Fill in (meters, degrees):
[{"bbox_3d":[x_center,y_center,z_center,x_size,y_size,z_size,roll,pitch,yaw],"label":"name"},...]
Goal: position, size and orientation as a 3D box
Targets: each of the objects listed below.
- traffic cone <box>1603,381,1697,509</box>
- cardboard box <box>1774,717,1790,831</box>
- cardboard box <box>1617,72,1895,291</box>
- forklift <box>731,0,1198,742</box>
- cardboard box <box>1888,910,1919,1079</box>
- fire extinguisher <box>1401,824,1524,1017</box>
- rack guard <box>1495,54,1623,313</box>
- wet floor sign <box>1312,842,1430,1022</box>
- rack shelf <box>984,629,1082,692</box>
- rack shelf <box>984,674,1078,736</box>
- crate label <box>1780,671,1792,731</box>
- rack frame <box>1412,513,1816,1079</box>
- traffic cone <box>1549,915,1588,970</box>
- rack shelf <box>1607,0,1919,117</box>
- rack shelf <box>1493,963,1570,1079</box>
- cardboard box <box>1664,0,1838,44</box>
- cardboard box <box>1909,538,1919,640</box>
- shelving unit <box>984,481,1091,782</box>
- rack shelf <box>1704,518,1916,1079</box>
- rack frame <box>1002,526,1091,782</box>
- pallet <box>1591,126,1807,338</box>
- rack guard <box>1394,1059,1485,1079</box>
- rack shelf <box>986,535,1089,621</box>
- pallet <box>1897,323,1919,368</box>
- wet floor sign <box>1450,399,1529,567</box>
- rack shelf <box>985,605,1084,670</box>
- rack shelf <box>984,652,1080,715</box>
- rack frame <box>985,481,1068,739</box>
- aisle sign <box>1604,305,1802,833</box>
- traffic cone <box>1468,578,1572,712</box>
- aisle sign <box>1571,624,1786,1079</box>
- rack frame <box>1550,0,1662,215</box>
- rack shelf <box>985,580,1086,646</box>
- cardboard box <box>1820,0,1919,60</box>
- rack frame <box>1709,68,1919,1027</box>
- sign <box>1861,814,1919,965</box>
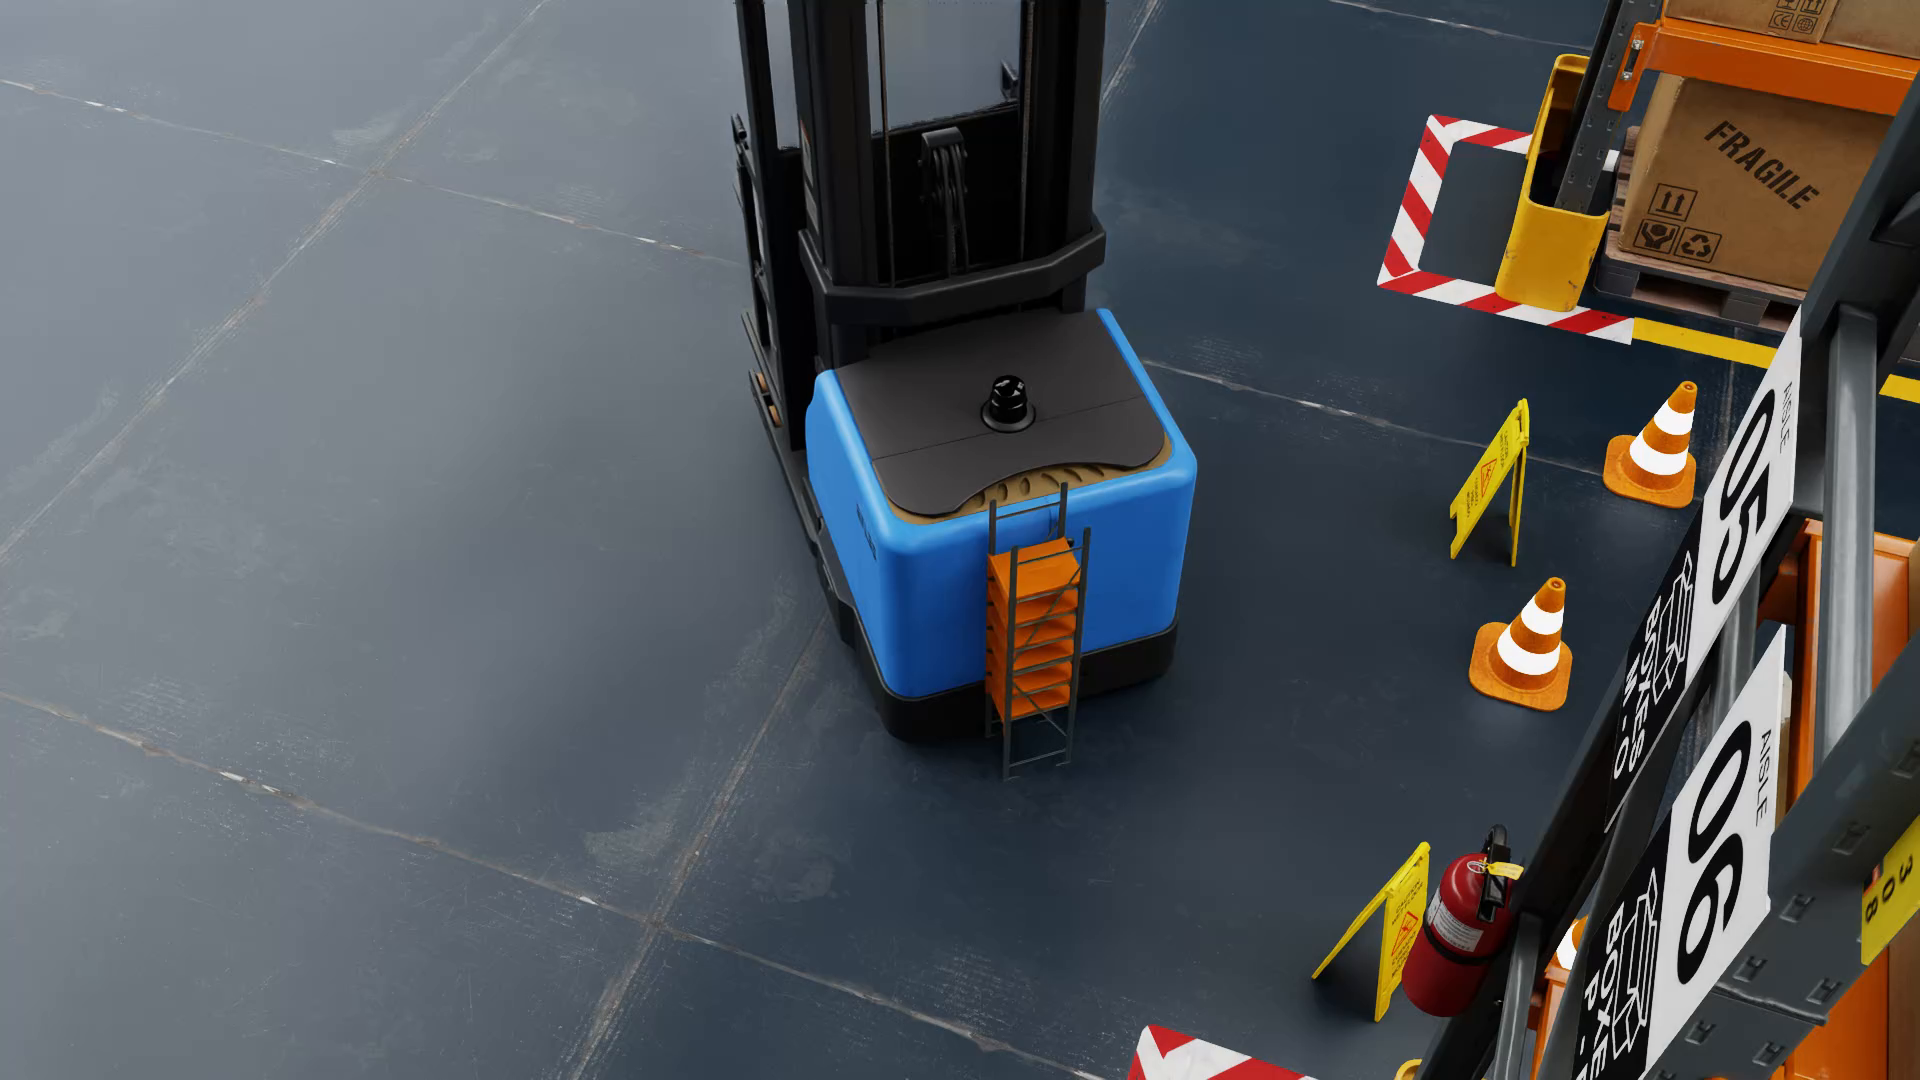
[{"bbox_3d":[2.684,-0.415,6.303,0.334,0.463,0.336,16,51,13],"label":"traffic cone"},{"bbox_3d":[1.613,0.665,2.764,0.500,0.500,0.700,14,51,12],"label":"cardboard box"},{"bbox_3d":[3.337,-1.702,6.868,0.875,0.875,0.875,16,51,13],"label":"cardboard box"},{"bbox_3d":[-0.204,-1.424,5.545,1.130,2.935,3.031,-14,51,-12],"label":"forklift"},{"bbox_3d":[1.256,0.561,1.960,0.250,0.149,0.380,16,51,13],"label":"cardboard box"},{"bbox_3d":[1.110,0.813,3.612,0.183,0.674,0.296,16,51,13],"label":"fire extinguisher"},{"bbox_3d":[2.656,-1.579,7.288,0.348,0.500,1.175,16,51,13],"label":"rack guard"},{"bbox_3d":[1.250,1.107,4.864,0.232,0.644,0.267,33,57,25],"label":"wet floor sign"},{"bbox_3d":[0.228,0.348,5.214,0.258,0.103,0.180,-14,51,-12],"label":"rack shelf"},{"bbox_3d":[0.228,0.505,5.395,0.258,0.103,0.180,-14,51,-12],"label":"rack shelf"},{"bbox_3d":[2.733,0.566,5.669,0.298,0.136,0.250,-7,49,-6],"label":"crate label"},{"bbox_3d":[1.058,1.144,3.274,0.127,3.000,1.000,16,51,13],"label":"rack frame"},{"bbox_3d":[1.908,1.173,4.927,0.334,0.463,0.336,16,51,13],"label":"traffic cone"},{"bbox_3d":[4.555,-1.632,6.155,4.000,0.370,1.077,16,51,13],"label":"rack shelf"},{"bbox_3d":[2.934,1.903,3.091,4.000,0.370,1.077,16,51,13],"label":"rack shelf"},{"bbox_3d":[3.042,-2.375,6.225,0.550,0.550,0.875,16,51,13],"label":"cardboard box"},{"bbox_3d":[1.489,0.139,2.326,0.250,0.149,0.380,16,51,13],"label":"cardboard box"},{"bbox_3d":[0.228,0.319,5.180,0.258,1.200,0.189,-14,51,-12],"label":"shelving unit"},{"bbox_3d":[2.934,0.921,1.958,4.000,0.370,1.077,16,51,13],"label":"rack shelf"},{"bbox_3d":[0.256,0.384,5.123,0.240,1.200,0.006,-14,51,-12],"label":"rack frame"},{"bbox_3d":[3.456,-1.324,7.258,1.213,0.211,1.003,16,51,13],"label":"pallet"},{"bbox_3d":[1.129,1.983,4.201,0.348,0.500,1.175,16,51,13],"label":"rack guard"},{"bbox_3d":[0.228,0.112,4.941,0.258,0.103,0.180,-14,51,-12],"label":"rack shelf"},{"bbox_3d":[4.596,-1.003,6.980,1.213,0.211,1.003,16,51,13],"label":"pallet"},{"bbox_3d":[1.965,-0.224,6.017,0.232,0.644,0.267,8,50,7],"label":"wet floor sign"},{"bbox_3d":[0.228,0.269,5.123,0.258,0.103,0.180,-14,51,-12],"label":"rack shelf"},{"bbox_3d":[0.228,0.426,5.304,0.258,0.103,0.180,-14,51,-12],"label":"rack shelf"},{"bbox_3d":[0.199,0.253,5.237,0.240,1.200,0.006,-14,51,-12],"label":"rack frame"},{"bbox_3d":[1.100,0.071,2.483,0.004,0.787,0.394,16,51,13],"label":"aisle sign"},{"bbox_3d":[1.974,0.297,5.686,0.334,0.463,0.336,16,51,13],"label":"traffic cone"},{"bbox_3d":[0.892,0.496,2.115,0.004,0.787,0.394,16,51,13],"label":"aisle sign"},{"bbox_3d":[2.678,-2.391,6.338,0.127,3.000,1.000,16,51,13],"label":"rack frame"},{"bbox_3d":[0.228,0.190,5.032,0.258,0.103,0.180,-14,51,-12],"label":"rack shelf"},{"bbox_3d":[3.566,-2.247,6.113,0.550,0.550,0.875,16,51,13],"label":"cardboard box"},{"bbox_3d":[1.058,-0.821,1.006,0.127,3.000,1.000,16,51,13],"label":"rack frame"},{"bbox_3d":[0.870,0.260,1.476,0.005,0.325,0.100,16,51,13],"label":"sign"}]
